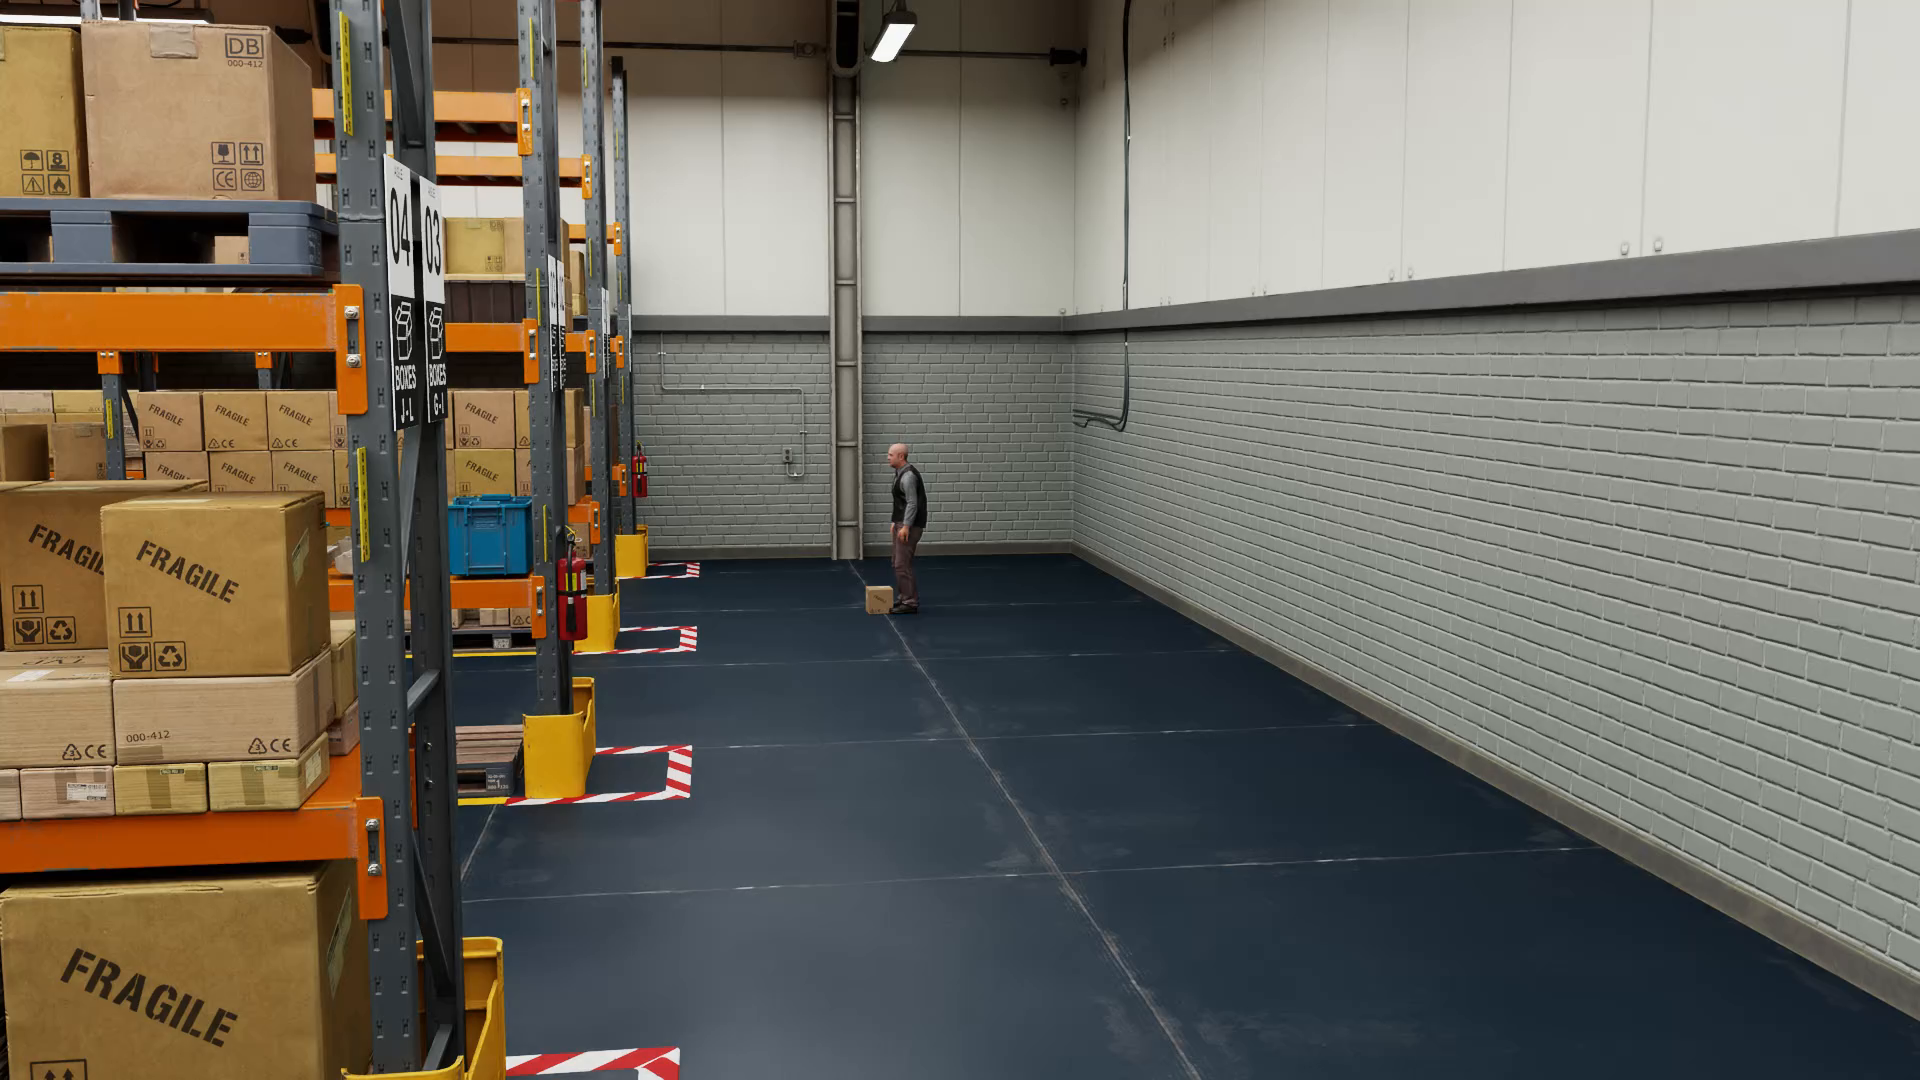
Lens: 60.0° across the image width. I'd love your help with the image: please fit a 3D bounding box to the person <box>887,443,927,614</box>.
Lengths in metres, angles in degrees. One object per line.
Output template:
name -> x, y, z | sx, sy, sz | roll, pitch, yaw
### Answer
person -> -0.544, -0.125, 16.923 | 0.412, 1.722, 0.590 | -1, 7, -11
